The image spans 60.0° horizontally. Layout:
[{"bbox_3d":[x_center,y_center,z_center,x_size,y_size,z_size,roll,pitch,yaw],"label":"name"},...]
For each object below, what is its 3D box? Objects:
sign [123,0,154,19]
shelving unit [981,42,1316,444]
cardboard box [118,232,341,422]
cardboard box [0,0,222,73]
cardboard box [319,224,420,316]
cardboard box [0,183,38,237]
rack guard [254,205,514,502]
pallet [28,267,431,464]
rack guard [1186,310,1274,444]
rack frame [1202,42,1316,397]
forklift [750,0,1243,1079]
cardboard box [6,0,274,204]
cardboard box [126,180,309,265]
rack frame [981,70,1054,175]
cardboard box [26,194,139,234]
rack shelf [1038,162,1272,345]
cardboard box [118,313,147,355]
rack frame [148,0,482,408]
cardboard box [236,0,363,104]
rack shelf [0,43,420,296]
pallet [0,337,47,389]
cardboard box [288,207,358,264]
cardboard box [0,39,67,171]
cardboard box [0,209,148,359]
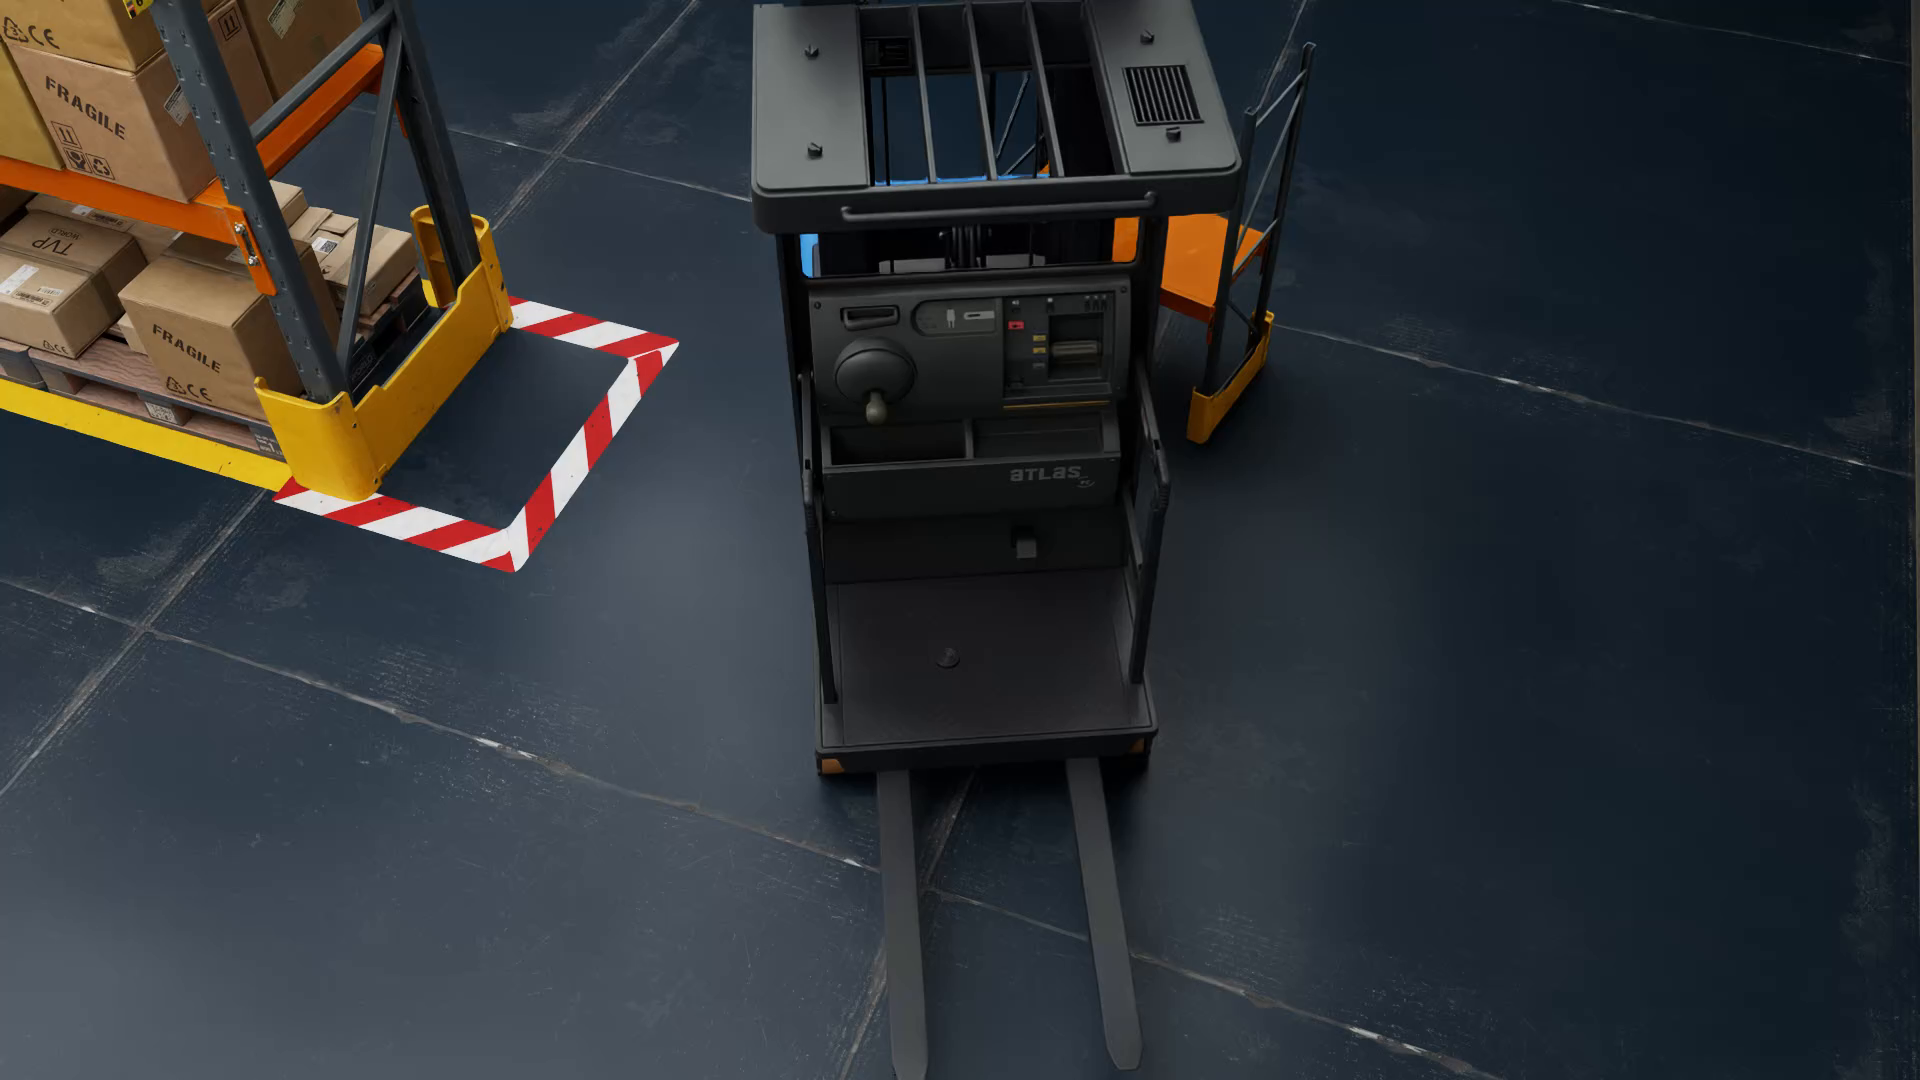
[{"bbox_3d":[-2.380,-1.649,4.719,0.005,0.325,0.100,16,51,13],"label":"sign"},{"bbox_3d":[0.663,-1.272,6.358,1.083,1.500,0.587,26,54,21],"label":"shelving unit"},{"bbox_3d":[-2.764,-0.847,6.362,0.500,0.500,0.500,16,51,13],"label":"cardboard box"},{"bbox_3d":[-2.681,-1.836,5.128,0.500,0.500,0.500,15,51,13],"label":"cardboard box"},{"bbox_3d":[-2.442,-1.118,6.829,0.250,0.149,0.380,16,51,13],"label":"cardboard box"},{"bbox_3d":[-4.157,-1.440,6.874,0.637,0.503,0.797,16,51,13],"label":"cardboard box"},{"bbox_3d":[-2.240,-0.755,6.574,0.348,0.500,1.175,16,51,13],"label":"rack guard"},{"bbox_3d":[-2.988,-0.869,6.863,1.213,0.211,1.003,16,51,13],"label":"pallet"},{"bbox_3d":[1.082,-0.659,6.654,0.087,0.250,0.587,26,54,21],"label":"rack guard"},{"bbox_3d":[1.084,-1.069,6.183,0.032,1.500,0.500,26,54,21],"label":"rack frame"},{"bbox_3d":[0.052,-0.449,4.700,1.130,2.935,3.031,-3,49,-3],"label":"forklift"},{"bbox_3d":[-2.683,-1.511,5.509,0.500,0.500,0.500,17,51,14],"label":"cardboard box"},{"bbox_3d":[-3.049,-1.272,6.896,0.500,0.250,0.500,16,51,13],"label":"cardboard box"},{"bbox_3d":[0.227,-1.482,6.540,0.032,1.500,0.500,26,54,21],"label":"rack frame"},{"bbox_3d":[-3.518,-1.403,7.009,0.500,0.250,0.500,16,51,13],"label":"cardboard box"},{"bbox_3d":[0.655,-1.157,6.497,1.000,0.185,0.538,26,54,21],"label":"rack shelf"},{"bbox_3d":[-3.113,-0.908,6.636,0.250,0.166,0.380,16,51,13],"label":"cardboard box"},{"bbox_3d":[-2.169,-1.554,5.612,0.127,3.000,1.000,16,51,13],"label":"rack frame"},{"bbox_3d":[-2.493,-1.890,5.837,0.500,0.500,0.500,17,51,14],"label":"cardboard box"},{"bbox_3d":[-4.045,-1.842,6.338,4.000,0.370,1.077,16,51,13],"label":"rack shelf"},{"bbox_3d":[-4.129,-1.189,7.141,1.213,0.211,1.003,16,51,13],"label":"pallet"},{"bbox_3d":[-2.677,-1.189,6.879,0.250,0.166,0.380,16,51,13],"label":"cardboard box"},{"bbox_3d":[-3.171,-1.645,5.624,0.500,0.500,0.500,16,51,13],"label":"cardboard box"},{"bbox_3d":[-3.645,-1.035,6.691,0.500,0.250,0.500,16,51,13],"label":"cardboard box"}]
